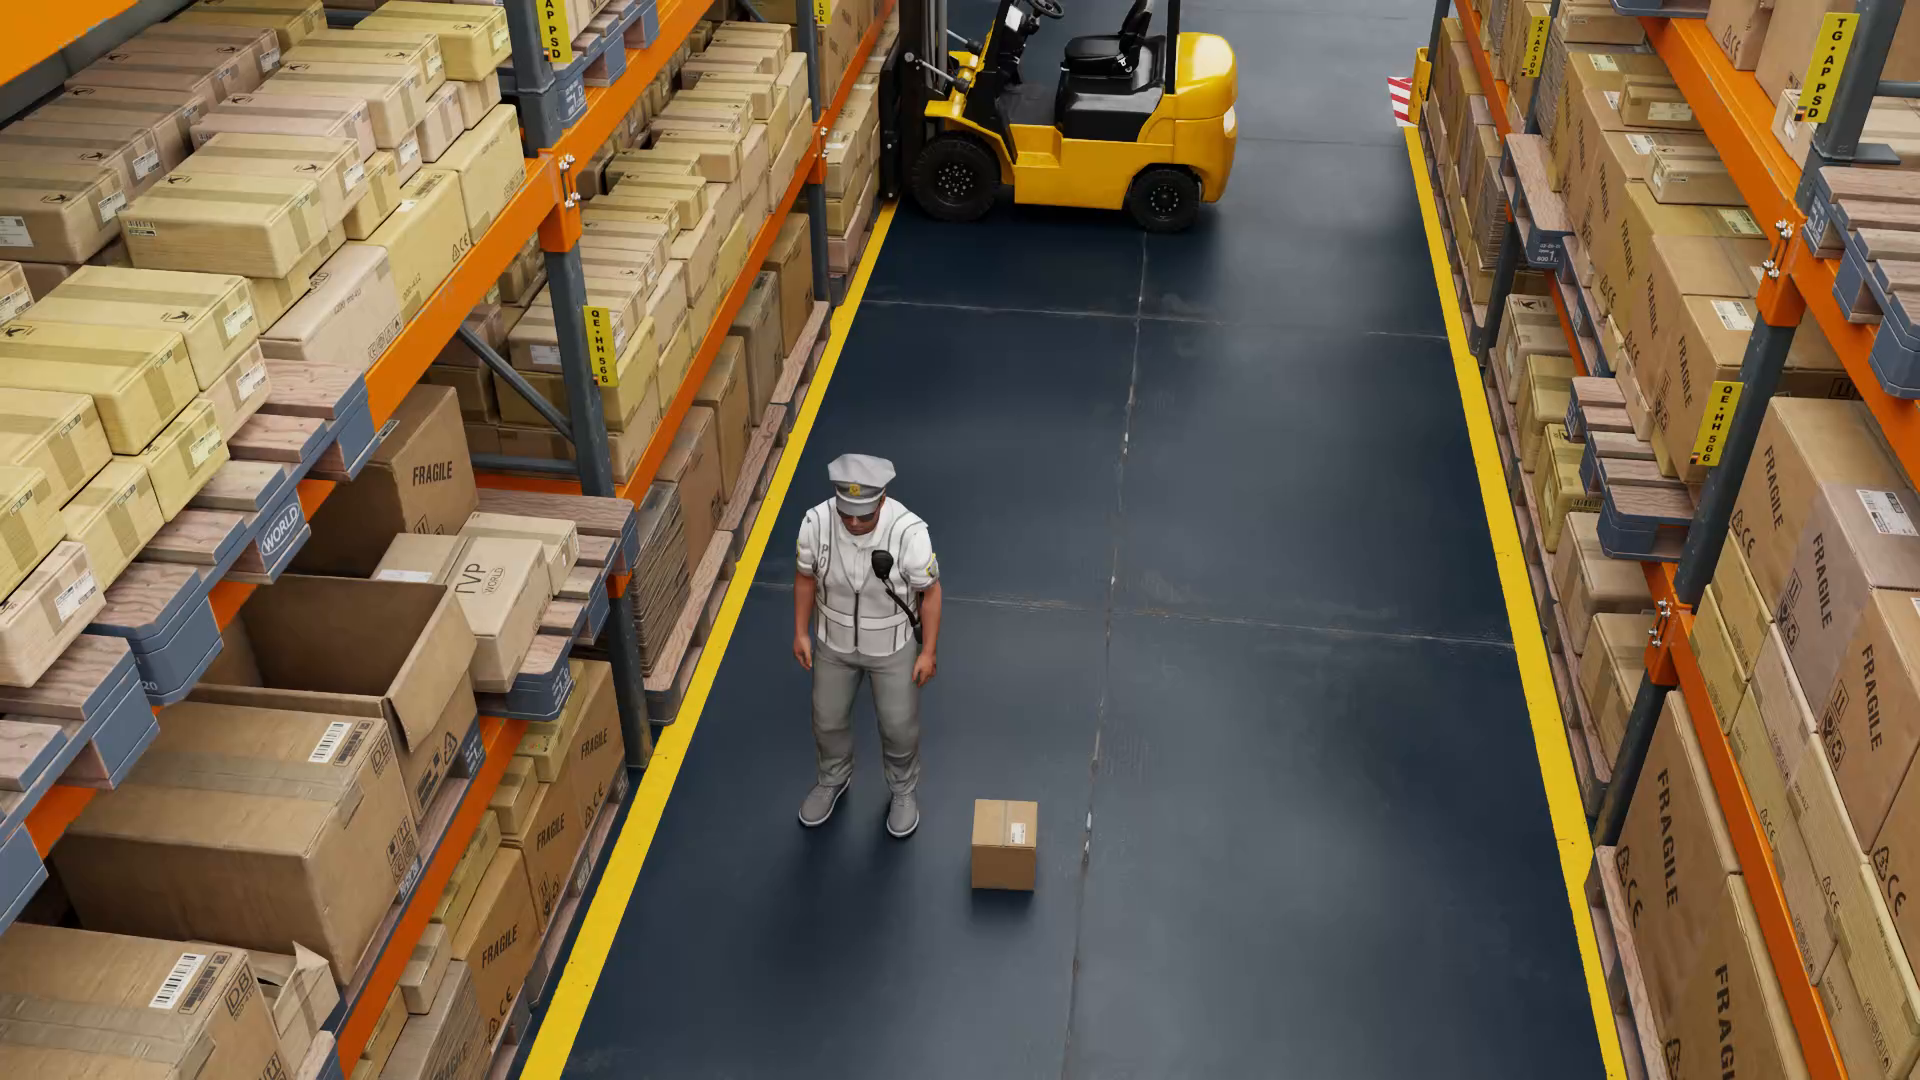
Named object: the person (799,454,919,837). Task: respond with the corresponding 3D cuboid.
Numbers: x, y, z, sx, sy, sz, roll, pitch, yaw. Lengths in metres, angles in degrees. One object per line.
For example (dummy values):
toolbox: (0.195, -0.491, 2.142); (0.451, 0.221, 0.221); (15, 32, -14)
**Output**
person: (-0.407, 0.413, 6.463); (0.500, 1.747, 0.335); (7, 36, 9)
